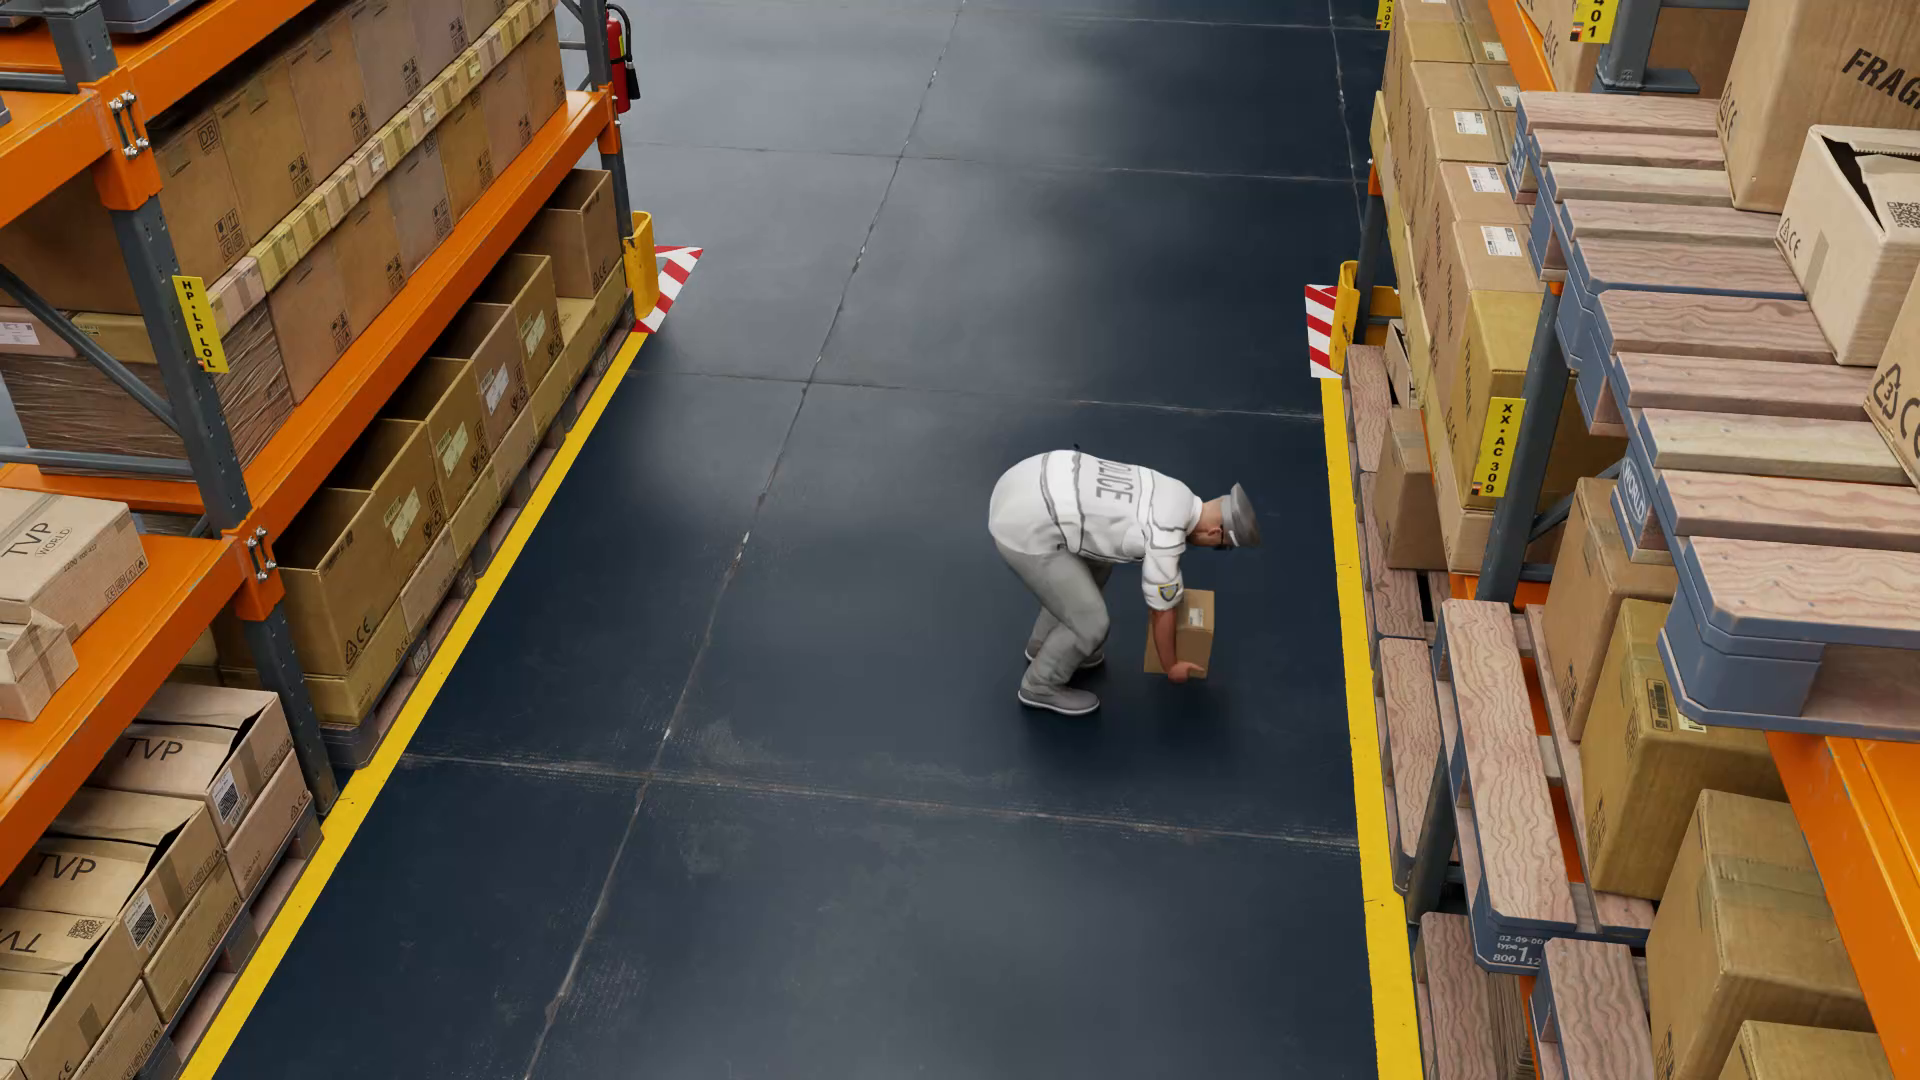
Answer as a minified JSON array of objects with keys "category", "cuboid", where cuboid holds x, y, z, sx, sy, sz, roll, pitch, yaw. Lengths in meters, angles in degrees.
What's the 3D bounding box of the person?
[{"category":"person","cuboid":[0.629,0.162,6.502,1.042,1.069,0.516,3,36,4]}]
